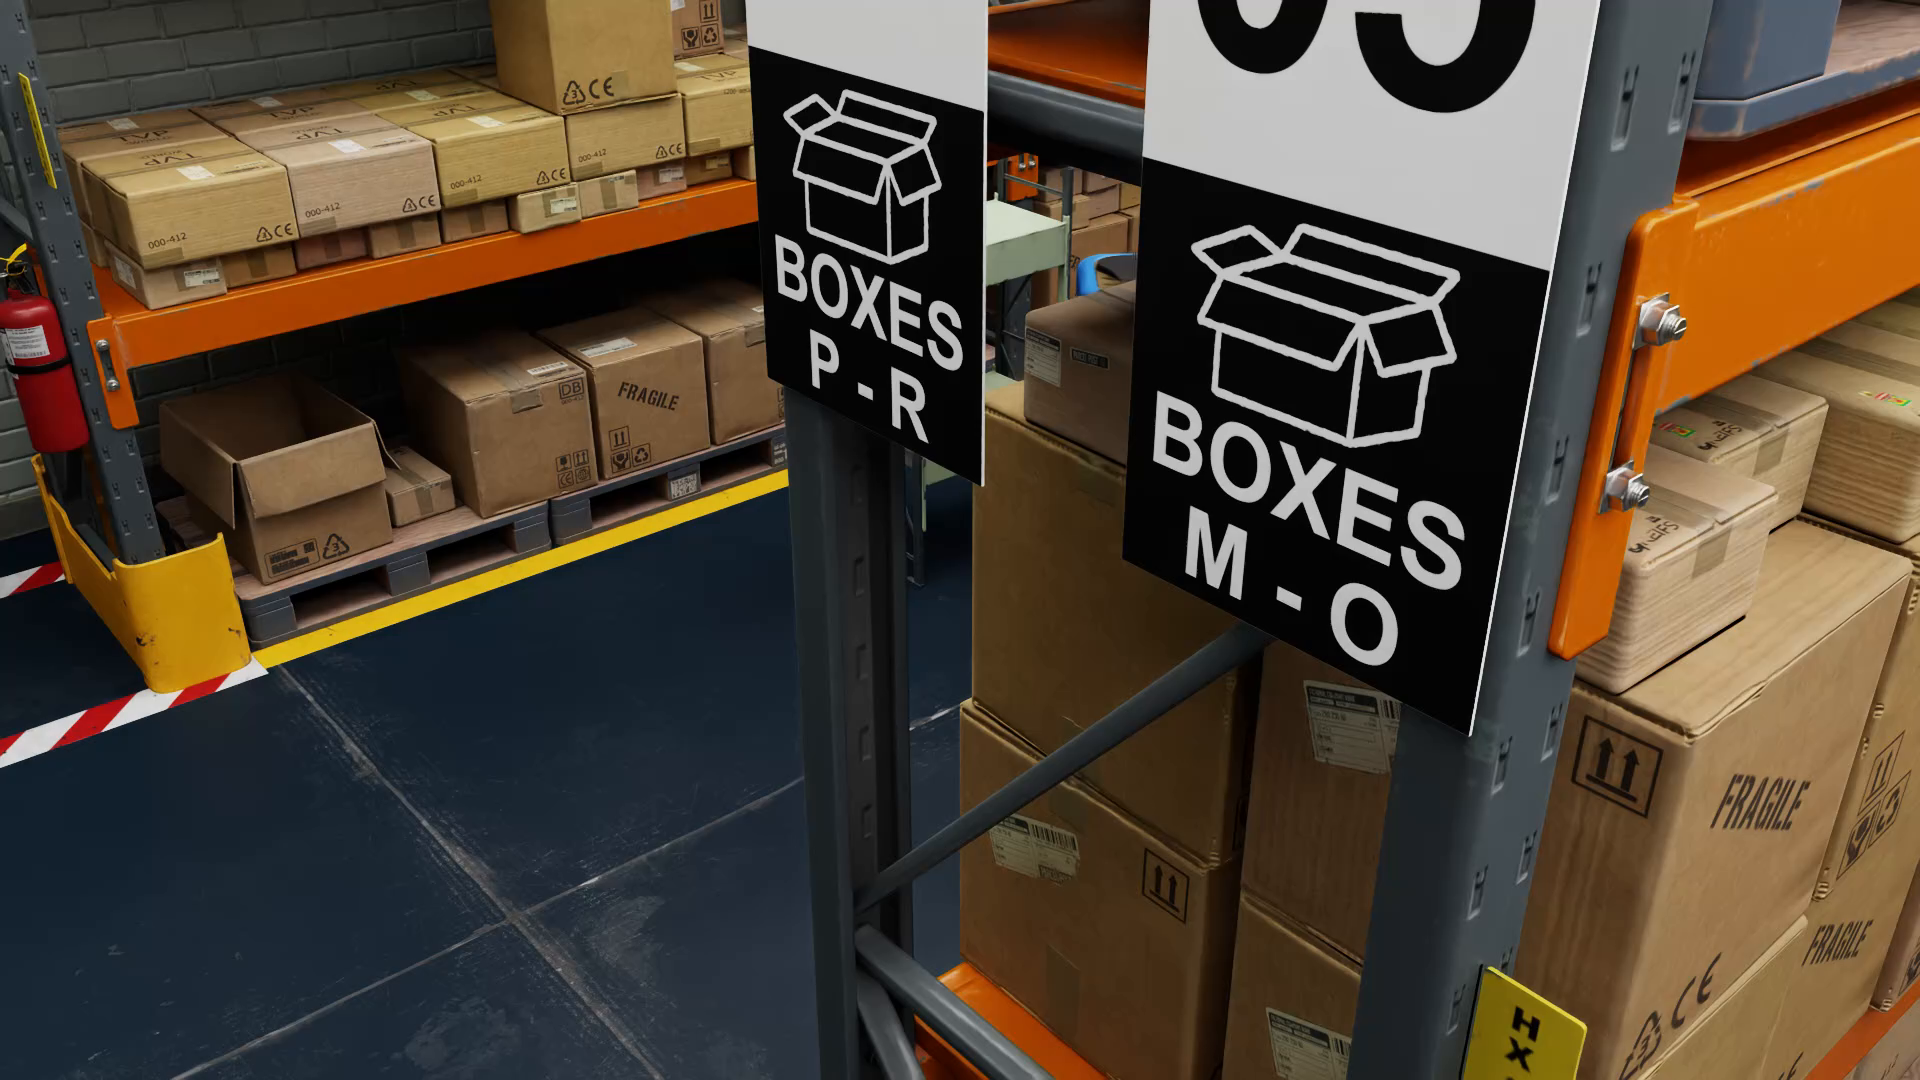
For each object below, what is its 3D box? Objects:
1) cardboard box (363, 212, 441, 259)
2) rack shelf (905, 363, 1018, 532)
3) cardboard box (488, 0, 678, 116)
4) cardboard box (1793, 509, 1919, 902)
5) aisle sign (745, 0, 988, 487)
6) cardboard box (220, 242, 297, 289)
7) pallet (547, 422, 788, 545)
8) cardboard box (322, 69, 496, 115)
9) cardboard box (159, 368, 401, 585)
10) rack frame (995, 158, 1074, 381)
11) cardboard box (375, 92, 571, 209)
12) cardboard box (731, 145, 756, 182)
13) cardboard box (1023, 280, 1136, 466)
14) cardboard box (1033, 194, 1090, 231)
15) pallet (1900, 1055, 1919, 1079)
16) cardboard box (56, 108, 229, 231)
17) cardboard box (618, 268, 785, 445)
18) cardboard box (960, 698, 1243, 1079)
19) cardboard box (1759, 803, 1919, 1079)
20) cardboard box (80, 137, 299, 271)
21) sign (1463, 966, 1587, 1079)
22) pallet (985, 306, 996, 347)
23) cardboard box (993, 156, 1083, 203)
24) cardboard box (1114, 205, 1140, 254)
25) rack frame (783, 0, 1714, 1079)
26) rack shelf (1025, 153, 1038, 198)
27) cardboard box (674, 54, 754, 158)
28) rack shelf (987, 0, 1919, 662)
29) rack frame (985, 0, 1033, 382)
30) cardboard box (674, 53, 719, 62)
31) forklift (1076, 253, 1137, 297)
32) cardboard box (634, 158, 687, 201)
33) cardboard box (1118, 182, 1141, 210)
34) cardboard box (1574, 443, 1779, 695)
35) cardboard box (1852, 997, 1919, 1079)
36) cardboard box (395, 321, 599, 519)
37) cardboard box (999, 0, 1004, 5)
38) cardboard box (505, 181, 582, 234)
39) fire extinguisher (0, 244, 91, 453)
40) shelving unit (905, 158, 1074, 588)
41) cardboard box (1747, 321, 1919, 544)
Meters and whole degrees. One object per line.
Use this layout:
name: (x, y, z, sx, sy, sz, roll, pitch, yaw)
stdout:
cardboard box: (-2.071, -1.151, 5.988, 0.250, 0.149, 0.380, -21, 34, -33)
rack shelf: (0.002, -0.377, 6.554, 0.720, 0.370, 0.431, -22, 35, -35)
cardboard box: (-1.411, -1.914, 6.197, 0.500, 0.500, 0.500, -21, 35, -34)
cardboard box: (1.091, 0.071, 2.267, 0.500, 0.500, 0.500, -23, 36, -36)
aisle sign: (-0.104, -0.474, 1.697, 0.004, 0.787, 0.394, -22, 35, -35)
cardboard box: (-2.481, -1.003, 5.711, 0.250, 0.149, 0.380, -21, 35, -34)
pallet: (-1.481, -0.426, 7.323, 1.213, 0.211, 1.003, -22, 35, -35)
cardboard box: (-2.122, -1.625, 6.452, 0.500, 0.250, 0.500, -21, 34, -33)
cardboard box: (-2.545, -0.254, 6.247, 0.637, 0.503, 0.797, -24, 36, -37)
rack frame: (0.281, -0.776, 6.610, 0.023, 1.500, 0.400, -22, 35, -35)
cardboard box: (-1.785, -1.435, 6.096, 0.500, 0.250, 0.500, -23, 36, -36)
cardboard box: (-0.867, -1.608, 6.842, 0.250, 0.149, 0.380, -22, 35, -36)
cardboard box: (0.295, -0.191, 2.070, 0.250, 0.149, 0.380, -21, 35, -34)
cardboard box: (0.416, -1.624, 8.125, 0.250, 0.149, 0.380, -20, 34, -33)
pallet: (1.637, 1.347, 4.005, 1.213, 0.211, 1.003, -22, 35, -35)
cardboard box: (-2.895, -1.318, 5.877, 0.500, 0.250, 0.500, -21, 34, -34)
cardboard box: (-1.080, -0.818, 7.305, 0.500, 0.500, 0.700, -23, 36, -37)
cardboard box: (0.347, 0.475, 2.573, 0.500, 0.500, 0.500, -22, 35, -35)
cardboard box: (1.070, 0.509, 2.509, 0.500, 0.500, 0.500, -22, 35, -36)
cardboard box: (-2.552, -1.124, 5.515, 0.500, 0.250, 0.500, -22, 35, -35)
sign: (0.508, 0.546, 1.544, 0.005, 0.325, 0.100, -22, 35, -35)
pallet: (0.565, -1.273, 8.909, 1.213, 0.211, 1.003, -22, 35, -35)
cardboard box: (0.377, -1.777, 8.095, 0.250, 0.149, 0.380, -23, 35, -36)
cardboard box: (0.883, -1.557, 8.688, 0.500, 0.500, 0.500, -22, 35, -36)
rack frame: (0.150, 0.760, 2.145, 0.053, 2.616, 0.949, -22, 35, -35)
rack shelf: (1.492, -2.535, 9.075, 4.000, 0.370, 1.077, -22, 35, -35)
cardboard box: (-1.018, -1.756, 6.697, 0.500, 0.250, 0.500, -22, 35, -35)
rack shelf: (1.674, -0.856, 2.750, 4.000, 0.370, 1.077, -22, 35, -35)
rack frame: (-0.029, -2.241, 7.761, 0.127, 3.000, 1.000, -22, 35, -35)
cardboard box: (-1.352, -1.938, 7.038, 0.500, 0.250, 0.500, -21, 35, -34)
forklift: (1.960, -1.255, 5.989, 3.031, 2.935, 1.130, 0, 28, 1)
cardboard box: (-1.293, -1.476, 6.596, 0.250, 0.149, 0.380, -22, 35, -35)
cardboard box: (0.765, -1.819, 8.490, 0.250, 0.149, 0.380, -24, 36, -37)
cardboard box: (0.602, -0.019, 1.748, 0.250, 0.149, 0.380, -21, 35, -34)
cardboard box: (1.967, 0.910, 4.137, 0.875, 0.438, 0.875, -23, 36, -36)
cardboard box: (-1.870, -0.501, 6.711, 0.500, 0.500, 0.700, -20, 34, -33)
cardboard box: (0.484, -2.538, 7.765, 0.500, 0.500, 0.700, -21, 35, -34)
cardboard box: (-1.632, -1.285, 6.238, 0.250, 0.149, 0.380, -23, 36, -36)
fire extinguisher: (-2.884, -0.608, 5.183, 0.183, 0.674, 0.296, -22, 35, -35)
shelving unit: (0.002, -0.664, 6.400, 0.755, 1.500, 0.431, -22, 35, -35)
cardboard box: (1.027, -0.163, 2.018, 0.250, 0.149, 0.380, -21, 34, -33)
